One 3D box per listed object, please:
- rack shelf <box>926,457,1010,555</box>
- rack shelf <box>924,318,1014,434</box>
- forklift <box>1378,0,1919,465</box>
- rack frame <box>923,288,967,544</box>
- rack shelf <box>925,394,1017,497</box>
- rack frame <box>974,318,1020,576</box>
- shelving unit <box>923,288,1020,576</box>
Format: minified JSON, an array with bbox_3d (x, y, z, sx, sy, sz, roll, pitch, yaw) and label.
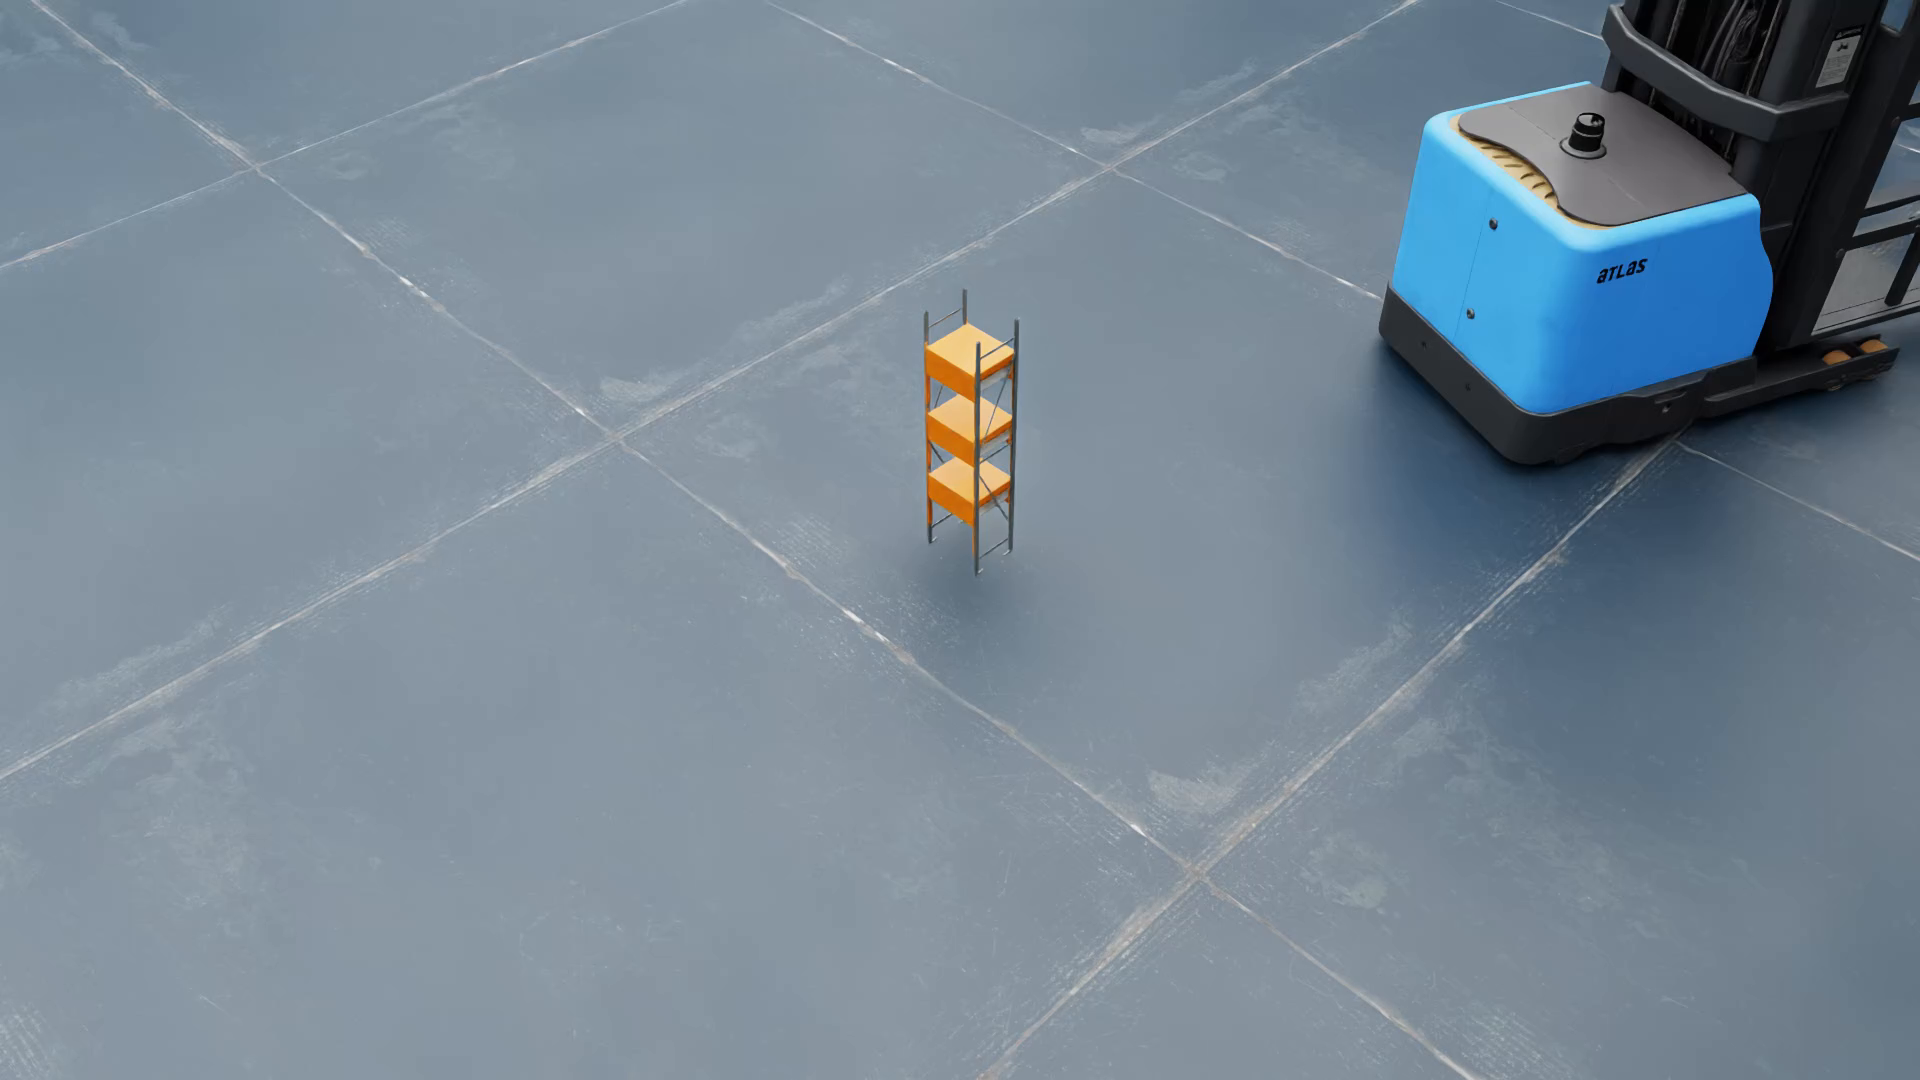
[{"bbox_3d":[0.038,-0.148,6.062,0.215,0.259,0.240,-34,53,-31],"label":"rack shelf"},{"bbox_3d":[0.038,-0.561,5.680,0.215,0.259,0.240,-34,53,-31],"label":"rack shelf"},{"bbox_3d":[3.357,-2.015,6.271,3.031,2.935,1.130,-16,45,-16],"label":"forklift"},{"bbox_3d":[-0.048,-0.418,5.929,0.200,1.050,0.008,-34,53,-31],"label":"rack frame"},{"bbox_3d":[0.038,-0.352,5.873,0.215,0.259,0.240,-34,53,-31],"label":"rack shelf"},{"bbox_3d":[0.124,-0.301,5.802,0.200,1.050,0.008,-34,53,-31],"label":"rack frame"},{"bbox_3d":[0.038,-0.360,5.866,0.215,1.050,0.252,-34,53,-31],"label":"shelving unit"}]
